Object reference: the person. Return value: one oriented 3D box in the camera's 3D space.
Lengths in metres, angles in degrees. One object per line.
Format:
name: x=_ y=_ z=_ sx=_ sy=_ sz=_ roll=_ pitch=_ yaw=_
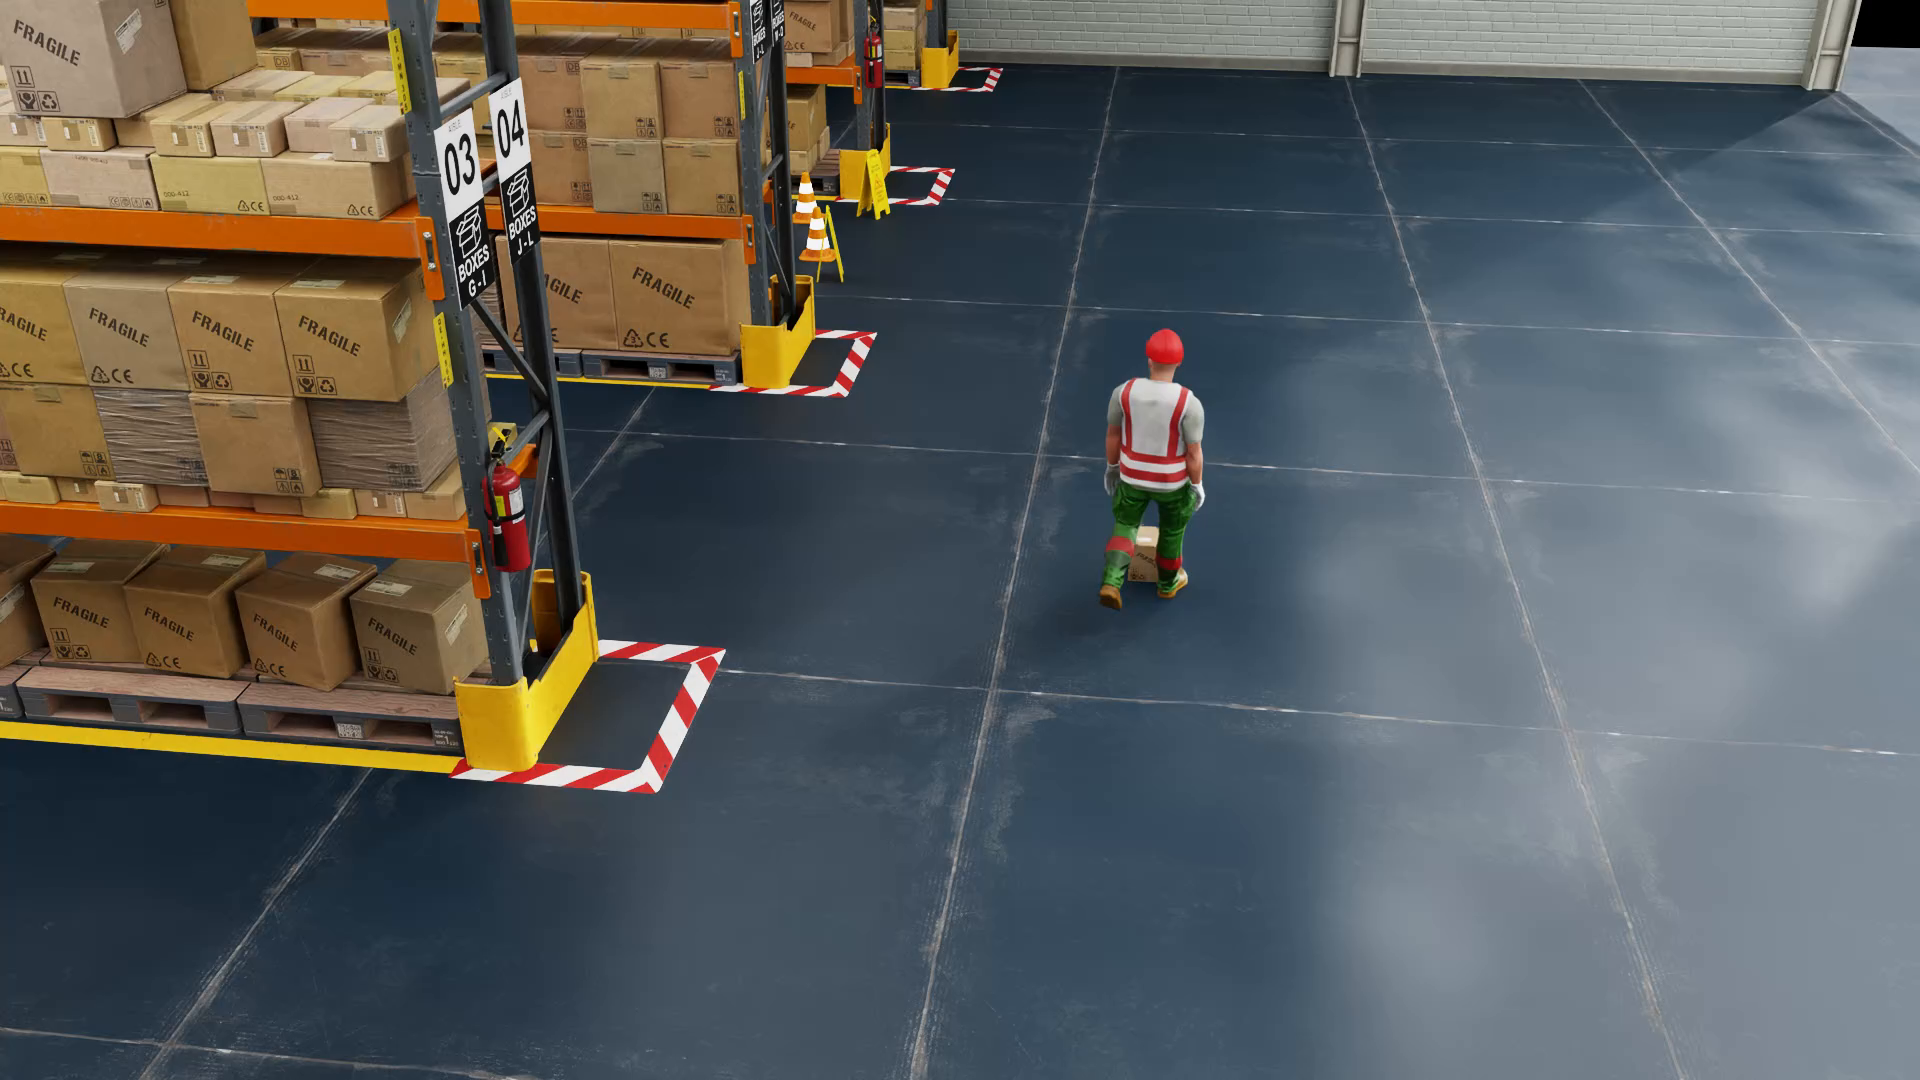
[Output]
person: x=1.102 y=-0.376 z=9.332 sx=0.579 sy=1.765 sz=0.849 roll=10 pitch=30 yaw=18
